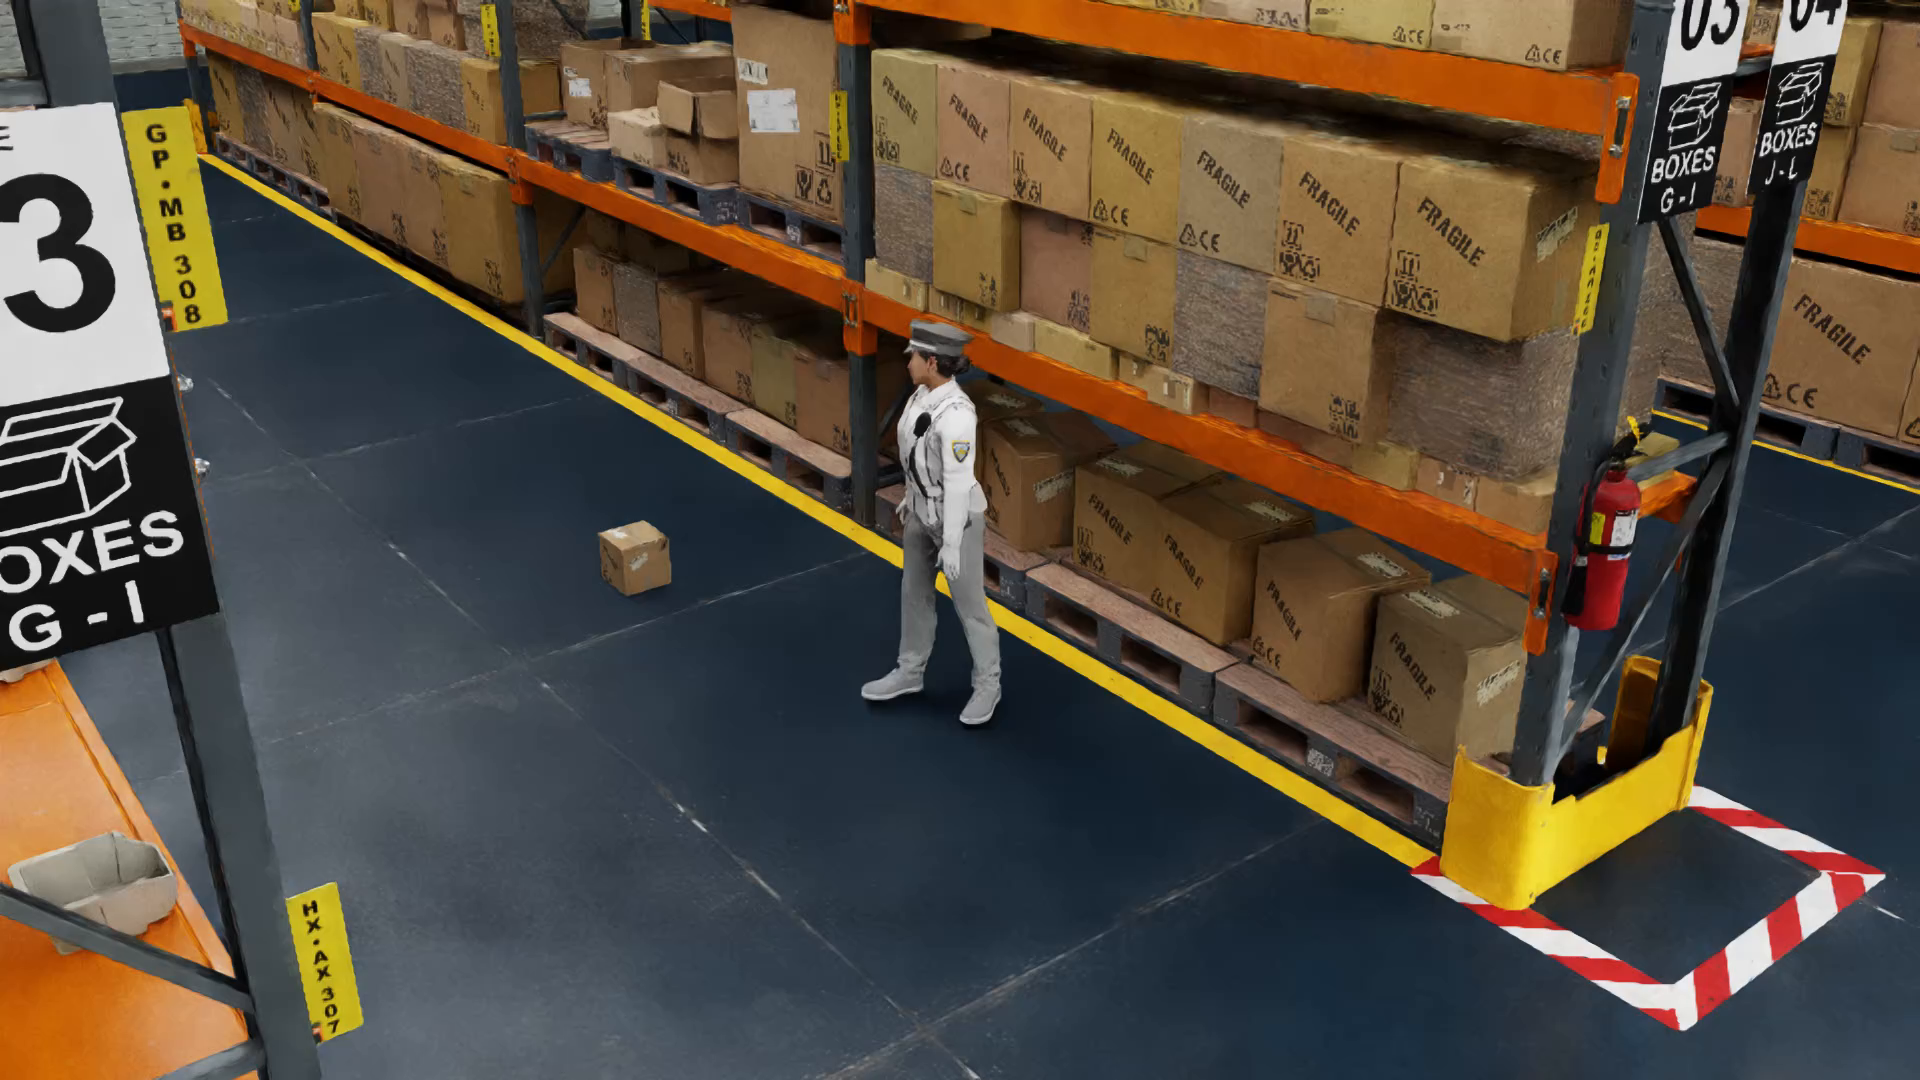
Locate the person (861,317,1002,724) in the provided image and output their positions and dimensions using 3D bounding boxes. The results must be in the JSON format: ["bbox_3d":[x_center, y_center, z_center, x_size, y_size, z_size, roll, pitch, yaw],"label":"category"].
[{"bbox_3d":[-0.125,-0.081,6.711,0.551,1.669,0.588,-11,27,-23],"label":"person"}]
